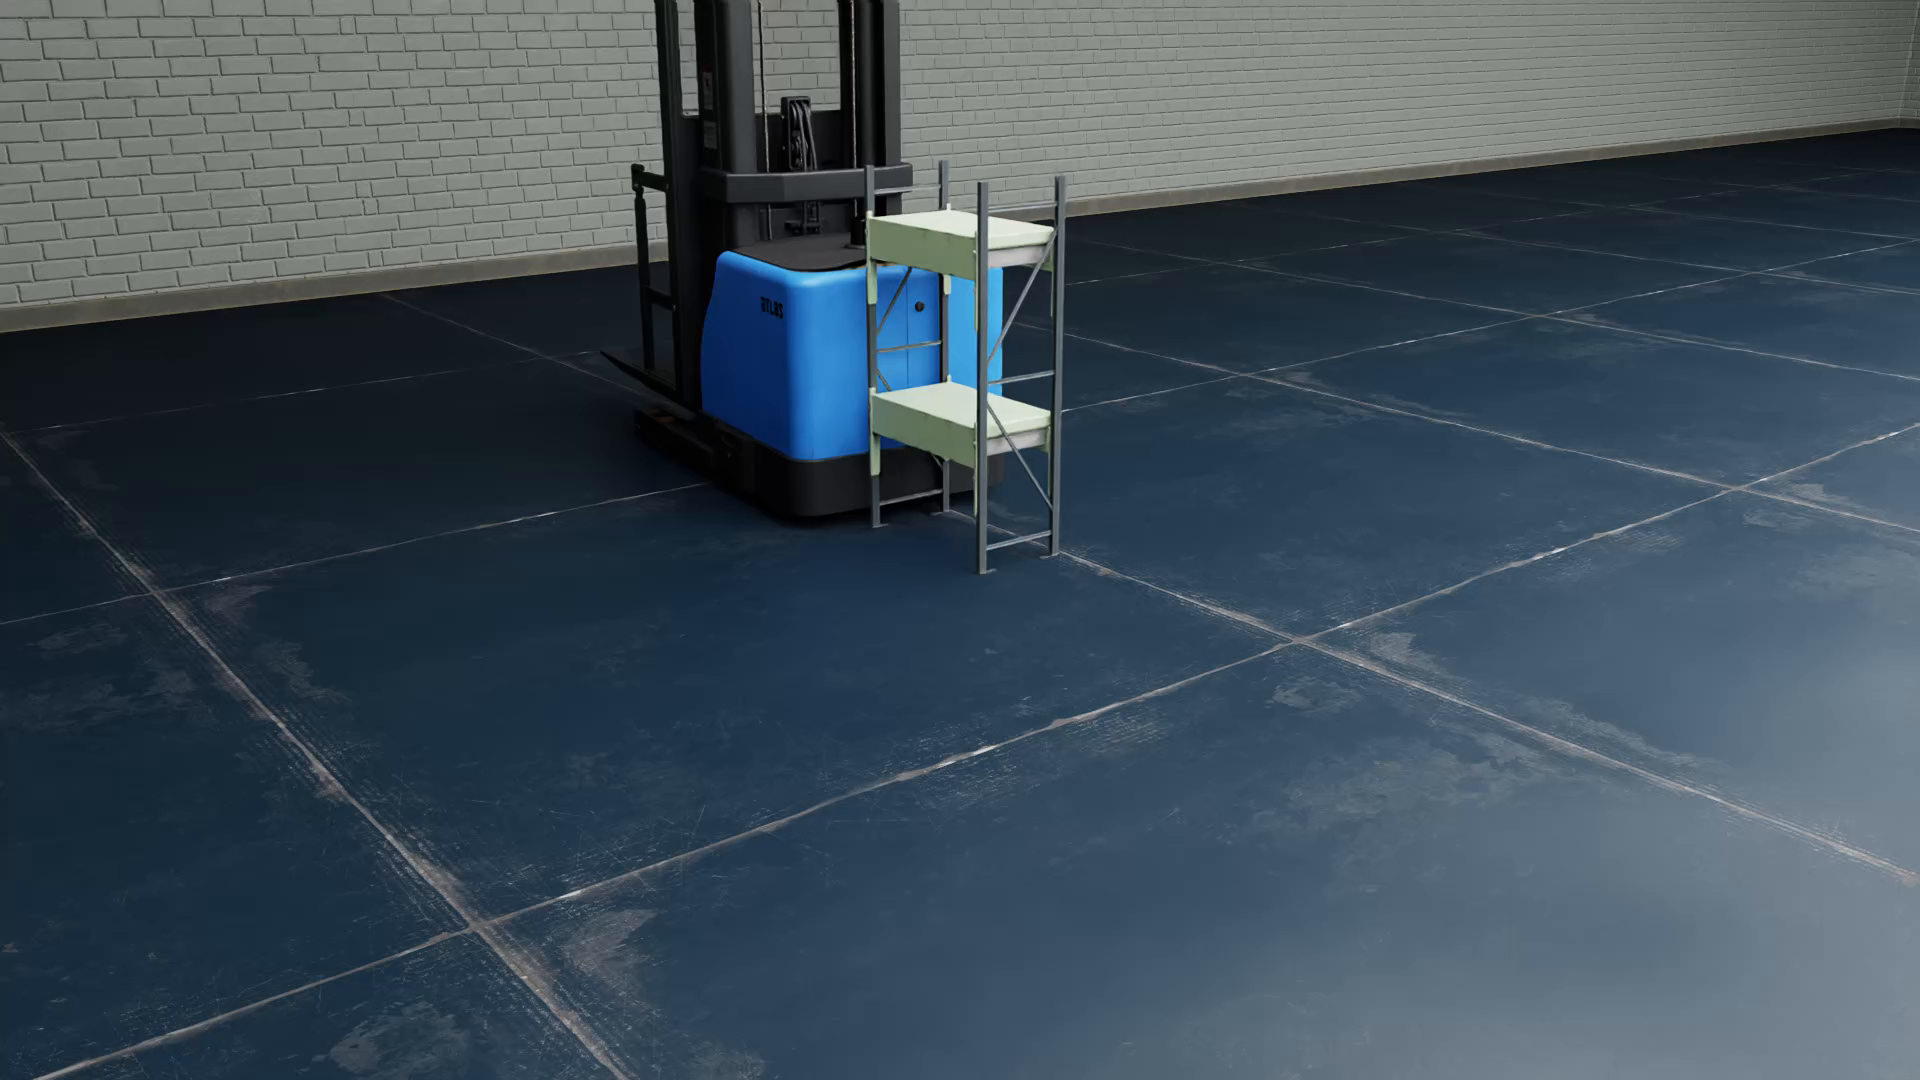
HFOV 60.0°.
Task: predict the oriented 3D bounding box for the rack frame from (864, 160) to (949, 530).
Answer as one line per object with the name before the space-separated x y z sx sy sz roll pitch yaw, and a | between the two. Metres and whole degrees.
rack frame | -0.213 -0.796 6.880 0.400 1.500 0.023 -13 23 -35

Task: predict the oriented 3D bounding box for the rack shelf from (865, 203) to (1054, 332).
rack shelf | 0.008 -1.074 6.480 0.431 0.370 0.720 -13 23 -35

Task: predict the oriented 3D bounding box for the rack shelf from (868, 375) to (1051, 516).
rack shelf | 0.008 -0.394 6.705 0.431 0.370 0.720 -13 23 -35

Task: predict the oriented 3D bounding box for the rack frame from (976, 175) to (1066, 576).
rack frame | 0.229 -0.612 6.325 0.400 1.500 0.023 -13 23 -35

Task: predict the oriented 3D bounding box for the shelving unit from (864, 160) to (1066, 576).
shelving unit | 0.008 -0.704 6.602 0.431 1.500 0.755 -13 23 -35

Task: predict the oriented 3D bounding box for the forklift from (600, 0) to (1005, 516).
forklift | -0.981 -1.902 7.943 1.130 2.935 3.031 -10 21 -29
